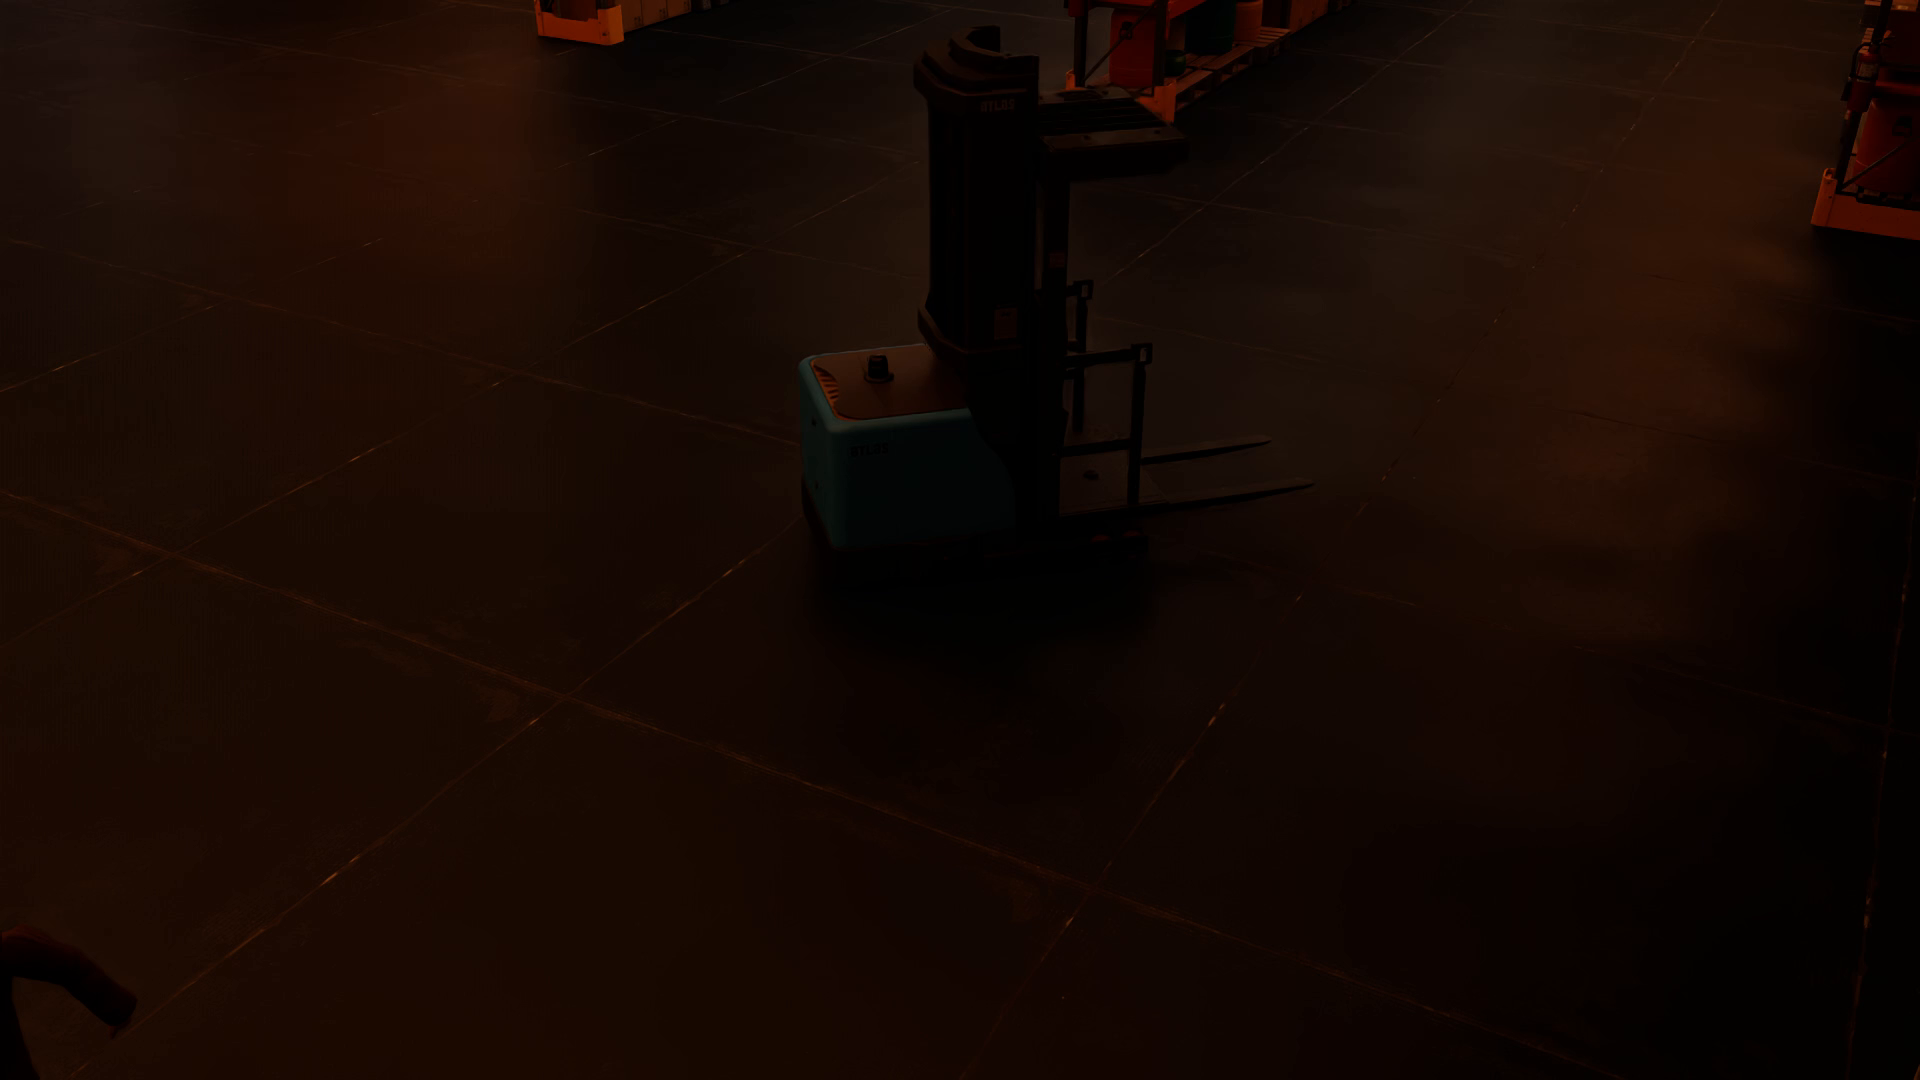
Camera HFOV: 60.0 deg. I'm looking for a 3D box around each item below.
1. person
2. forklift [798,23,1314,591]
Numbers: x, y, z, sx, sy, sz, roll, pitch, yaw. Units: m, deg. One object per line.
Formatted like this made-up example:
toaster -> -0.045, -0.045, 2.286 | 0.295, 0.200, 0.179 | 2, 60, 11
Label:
person -> -3.123, 1.789, 5.252 | 0.609, 1.700, 1.005 | 8, 31, 13
forklift -> 0.614, -1.379, 9.461 | 3.031, 2.935, 1.130 | -8, 31, -13
